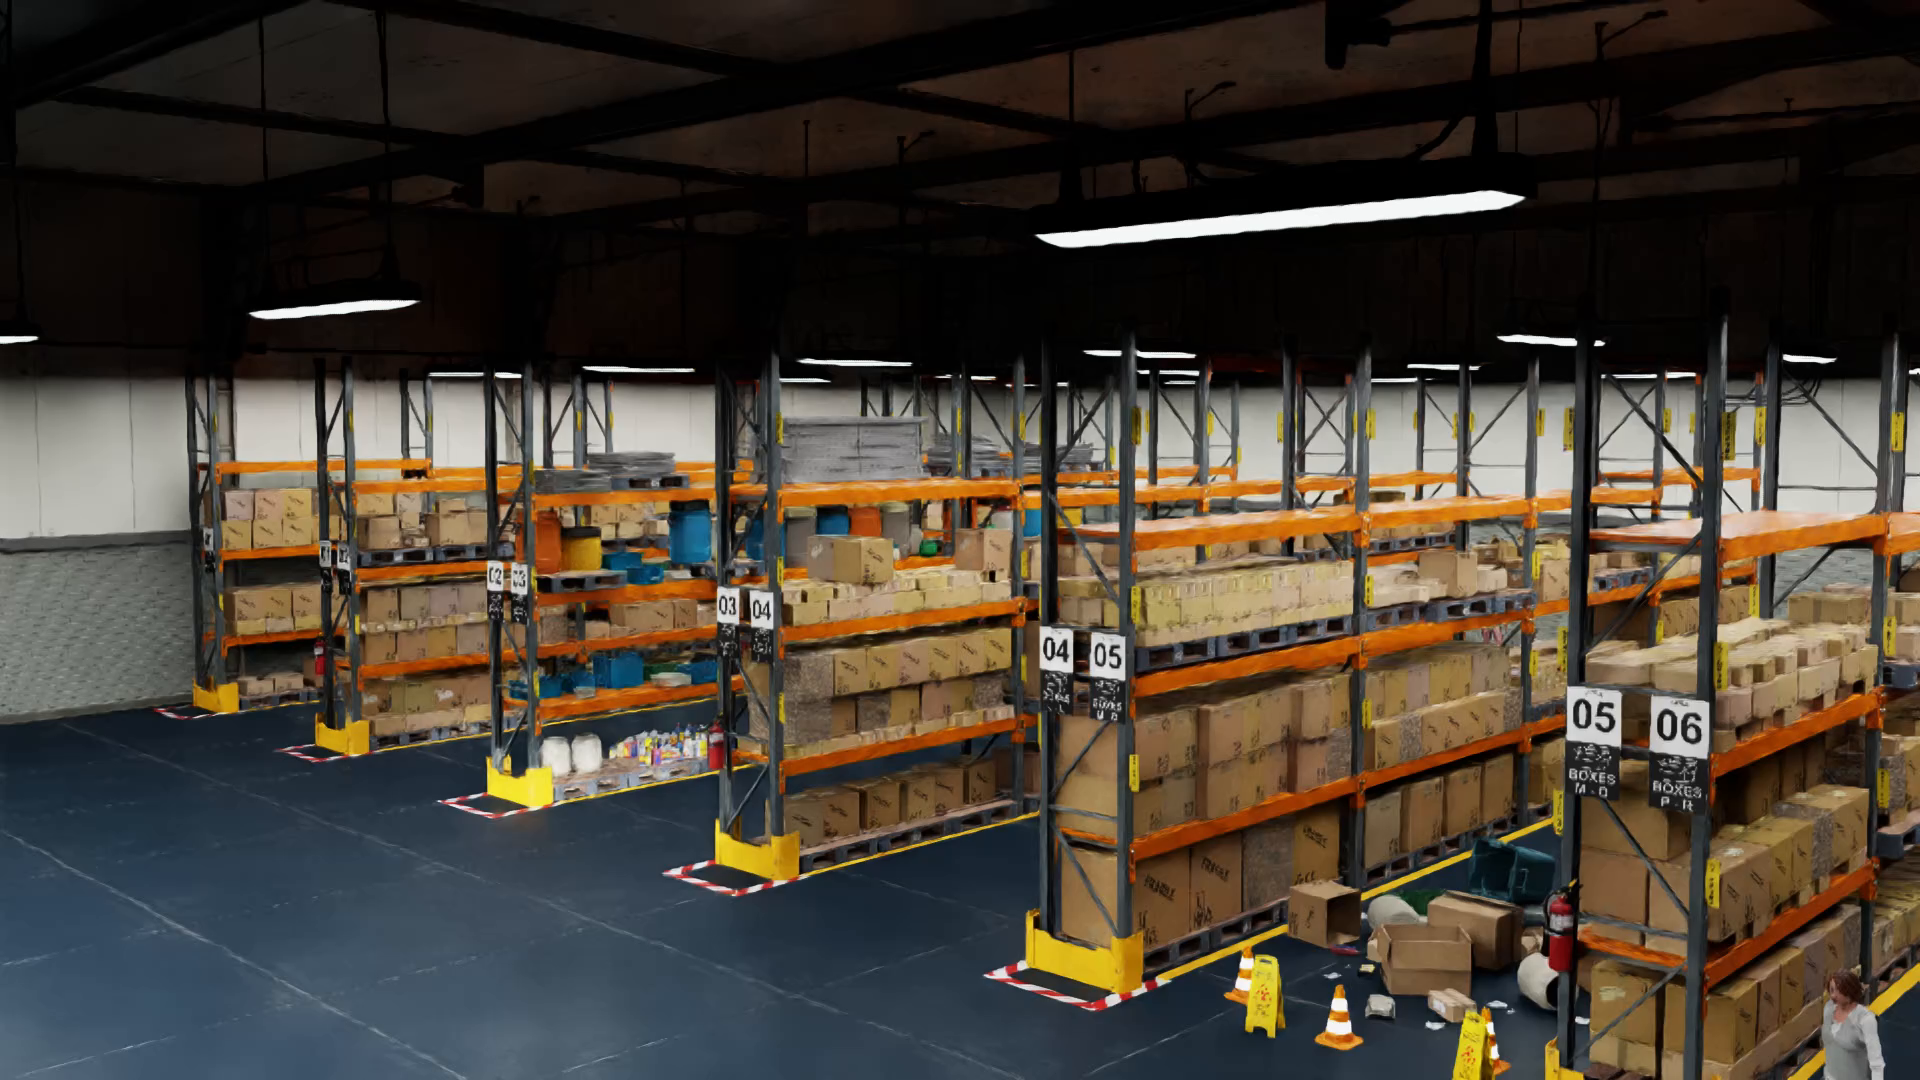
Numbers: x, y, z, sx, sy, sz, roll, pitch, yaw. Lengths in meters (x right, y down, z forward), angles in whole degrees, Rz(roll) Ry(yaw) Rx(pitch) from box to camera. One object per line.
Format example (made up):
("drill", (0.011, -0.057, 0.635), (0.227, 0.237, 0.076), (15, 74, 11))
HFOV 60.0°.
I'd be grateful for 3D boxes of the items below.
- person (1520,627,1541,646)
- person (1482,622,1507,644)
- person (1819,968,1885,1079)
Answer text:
("person", (9.609, 2.214, 27.949), (1.088, 1.589, 0.456), (-4, 6, -43))
("person", (10.777, 1.777, 33.656), (0.600, 1.620, 0.750), (2, 5, 22))
("person", (5.903, 3.553, 10.919), (0.861, 1.530, 0.460), (-2, 5, -25))
